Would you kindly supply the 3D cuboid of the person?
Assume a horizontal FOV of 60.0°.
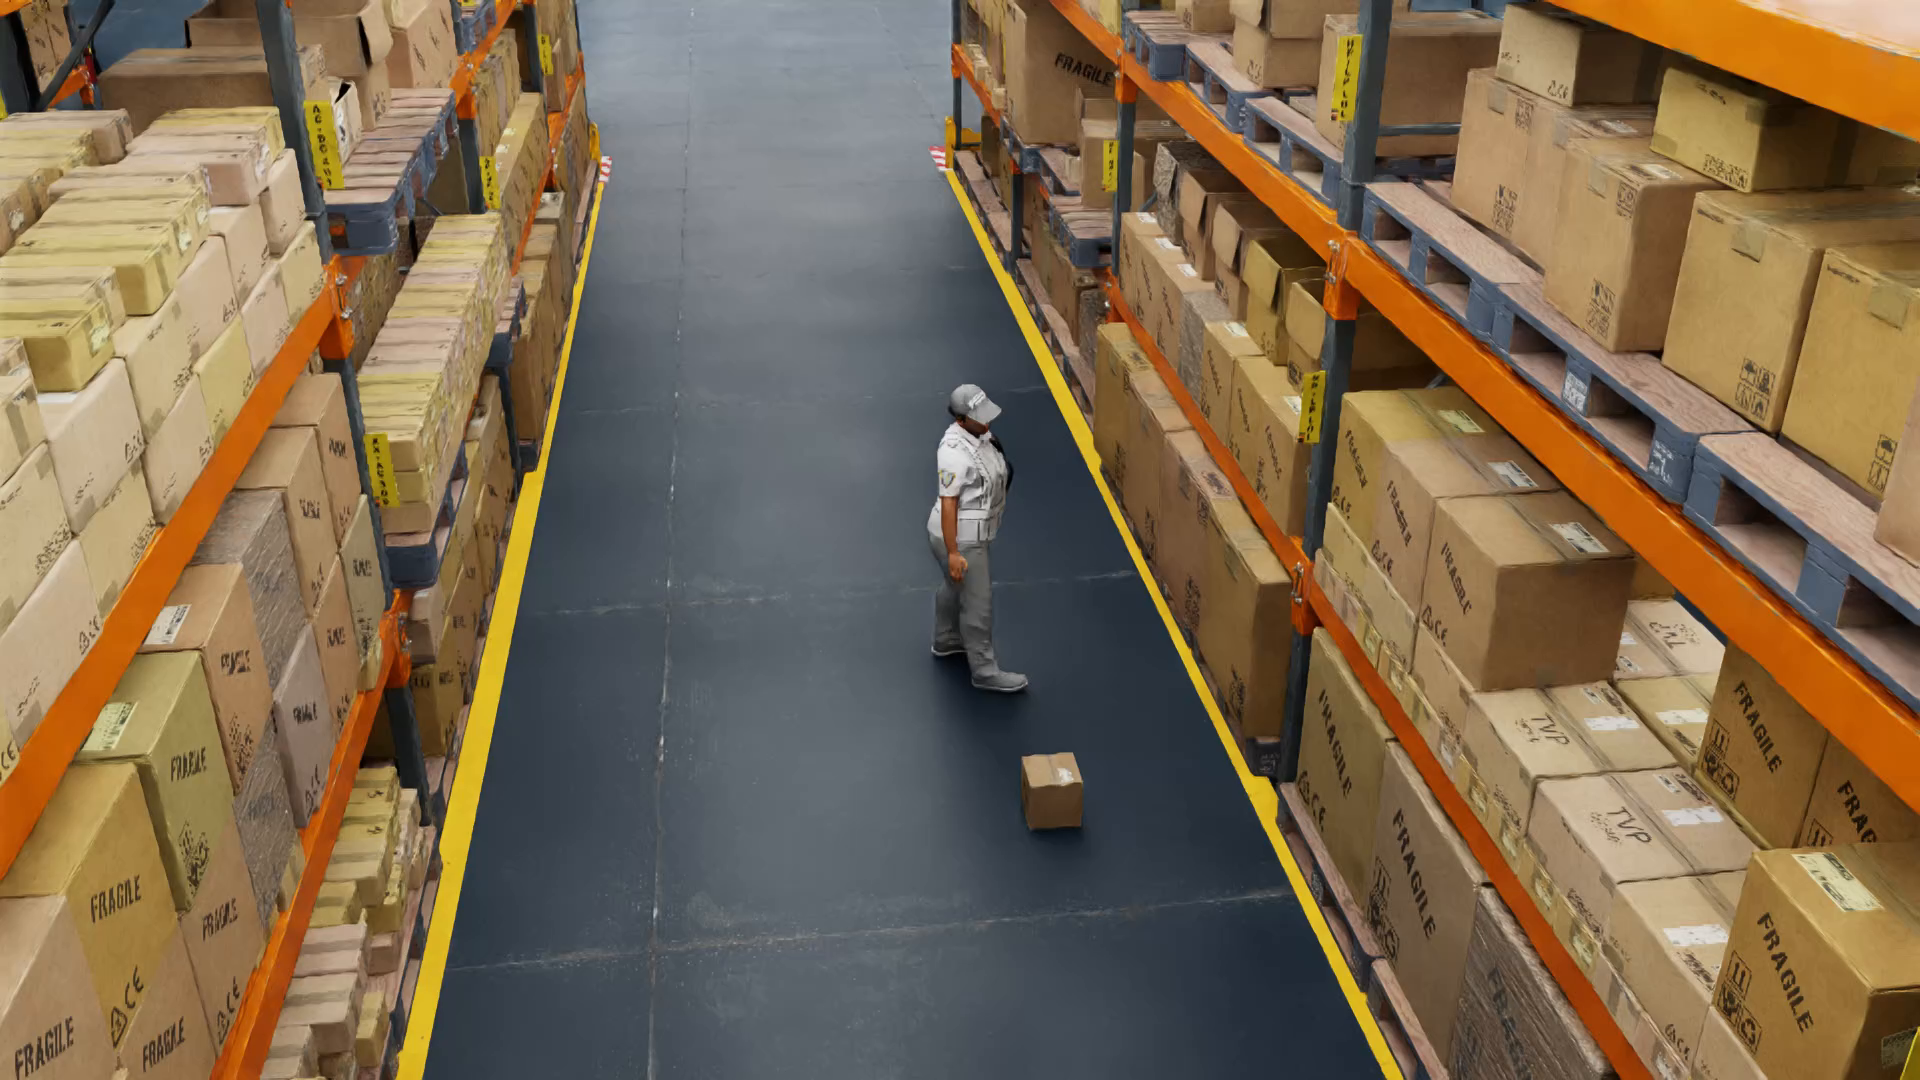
[{"bbox_3d":[0.100,-0.016,8.610,0.589,1.658,0.662,6,28,12],"label":"person"}]
